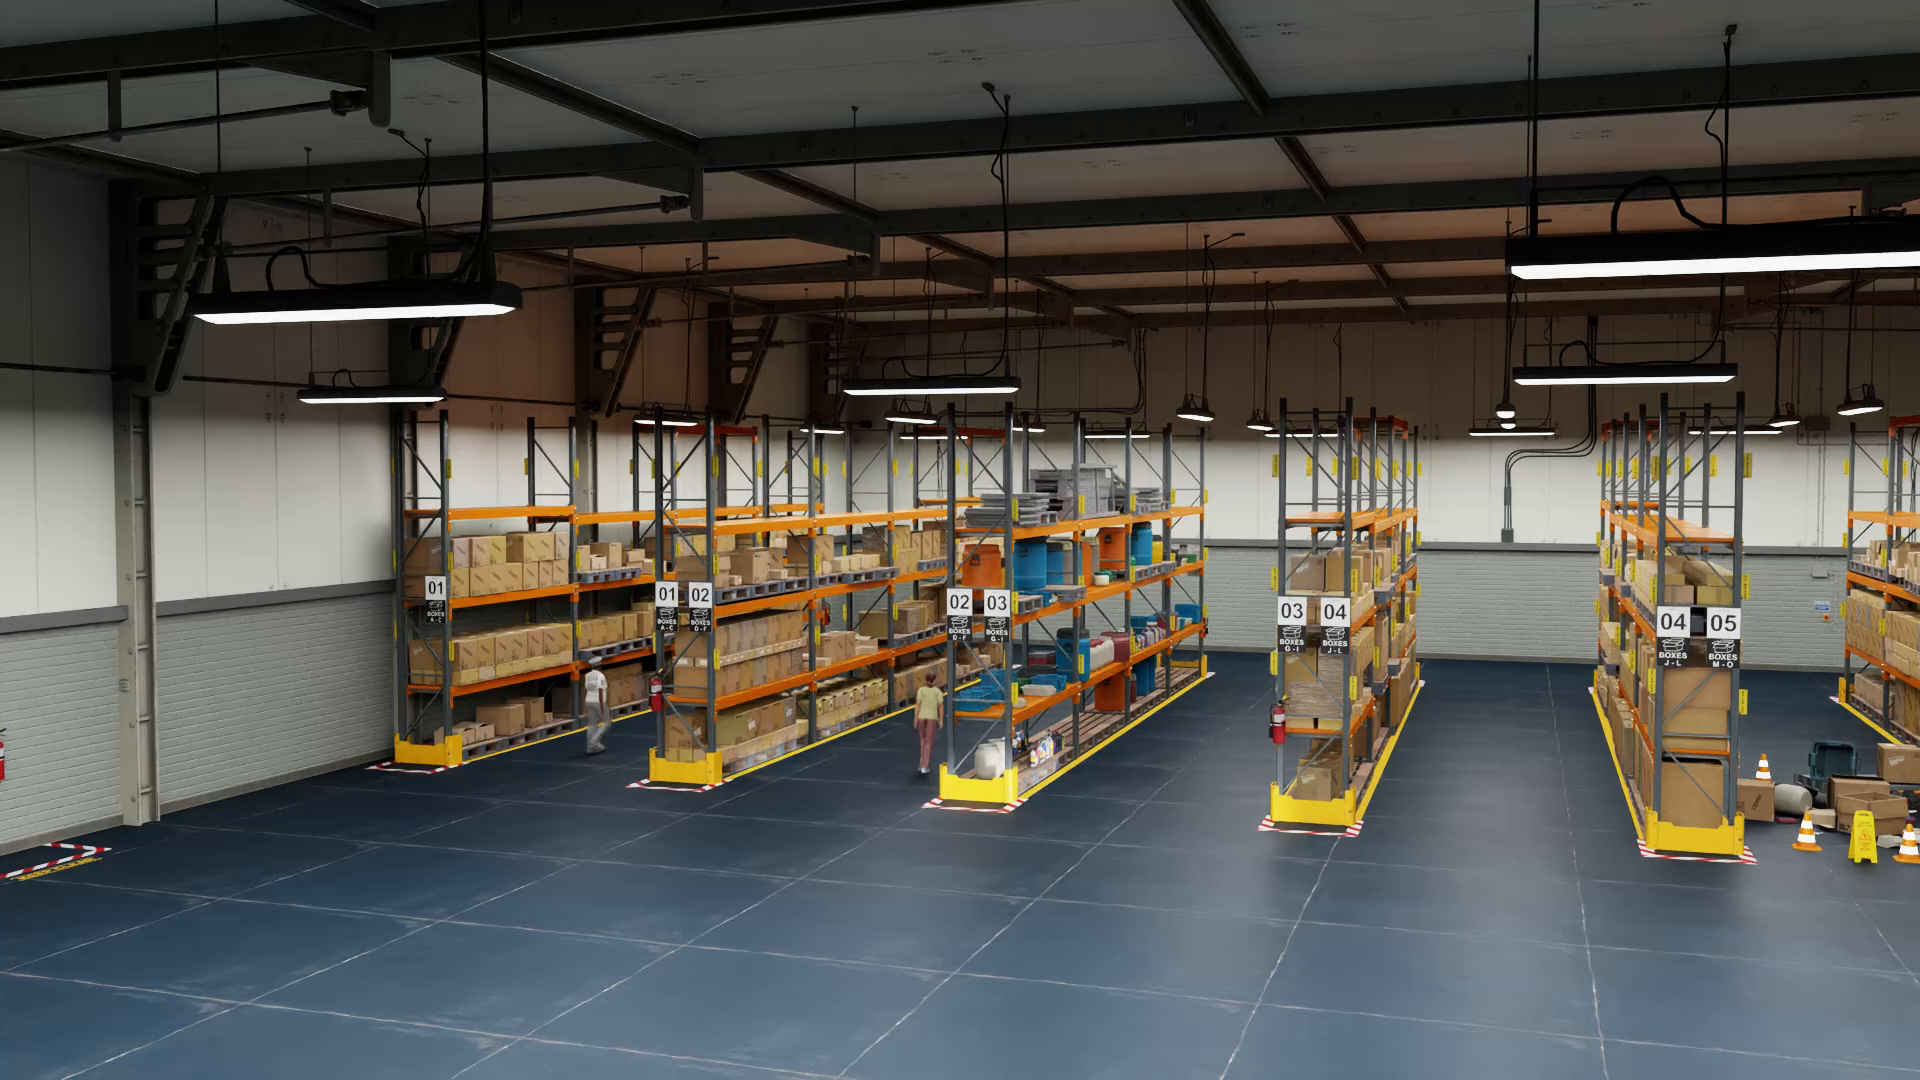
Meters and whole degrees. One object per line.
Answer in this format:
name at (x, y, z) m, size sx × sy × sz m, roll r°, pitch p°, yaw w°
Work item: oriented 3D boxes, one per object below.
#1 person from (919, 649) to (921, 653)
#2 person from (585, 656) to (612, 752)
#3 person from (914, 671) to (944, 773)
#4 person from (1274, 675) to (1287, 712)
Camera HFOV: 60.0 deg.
person at (-1.083, 2.313, 42.068) m, size 0.733 × 1.787 × 0.582 m, roll -1°, pitch 3°, yaw -29°
person at (-6.428, 2.900, 29.315) m, size 0.508 × 1.674 × 0.457 m, roll 1°, pitch 3°, yaw 30°
person at (-0.506, 3.021, 27.380) m, size 0.457 × 1.715 × 0.593 m, roll 1°, pitch 3°, yaw 14°
person at (6.619, 2.740, 33.313) m, size 0.640 × 1.681 × 0.792 m, roll 1°, pitch 3°, yaw 19°
